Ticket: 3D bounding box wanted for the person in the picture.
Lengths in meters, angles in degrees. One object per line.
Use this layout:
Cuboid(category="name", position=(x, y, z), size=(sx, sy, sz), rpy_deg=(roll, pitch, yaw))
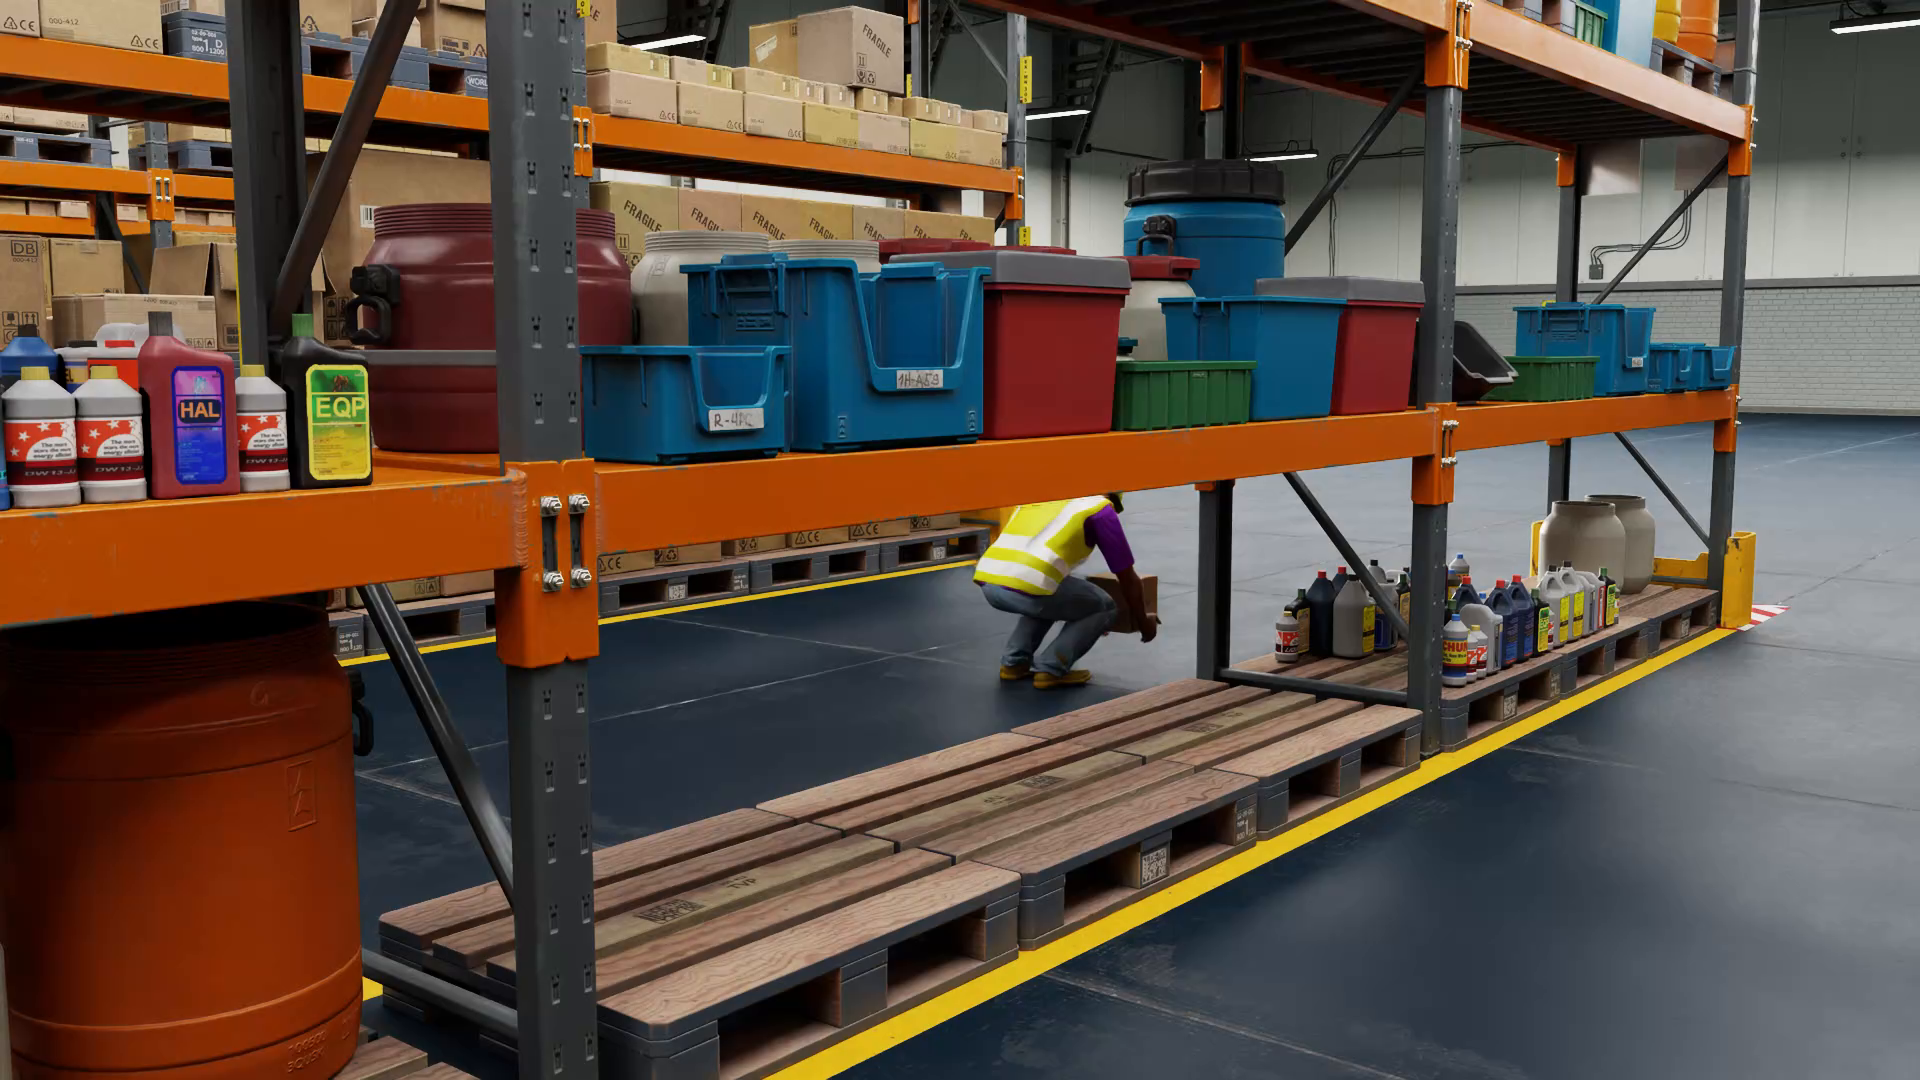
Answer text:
Cuboid(category="person", position=(0.474, 0.144, 7.733), size=(0.919, 1.001, 0.578), rpy_deg=(-5, 8, -36))
